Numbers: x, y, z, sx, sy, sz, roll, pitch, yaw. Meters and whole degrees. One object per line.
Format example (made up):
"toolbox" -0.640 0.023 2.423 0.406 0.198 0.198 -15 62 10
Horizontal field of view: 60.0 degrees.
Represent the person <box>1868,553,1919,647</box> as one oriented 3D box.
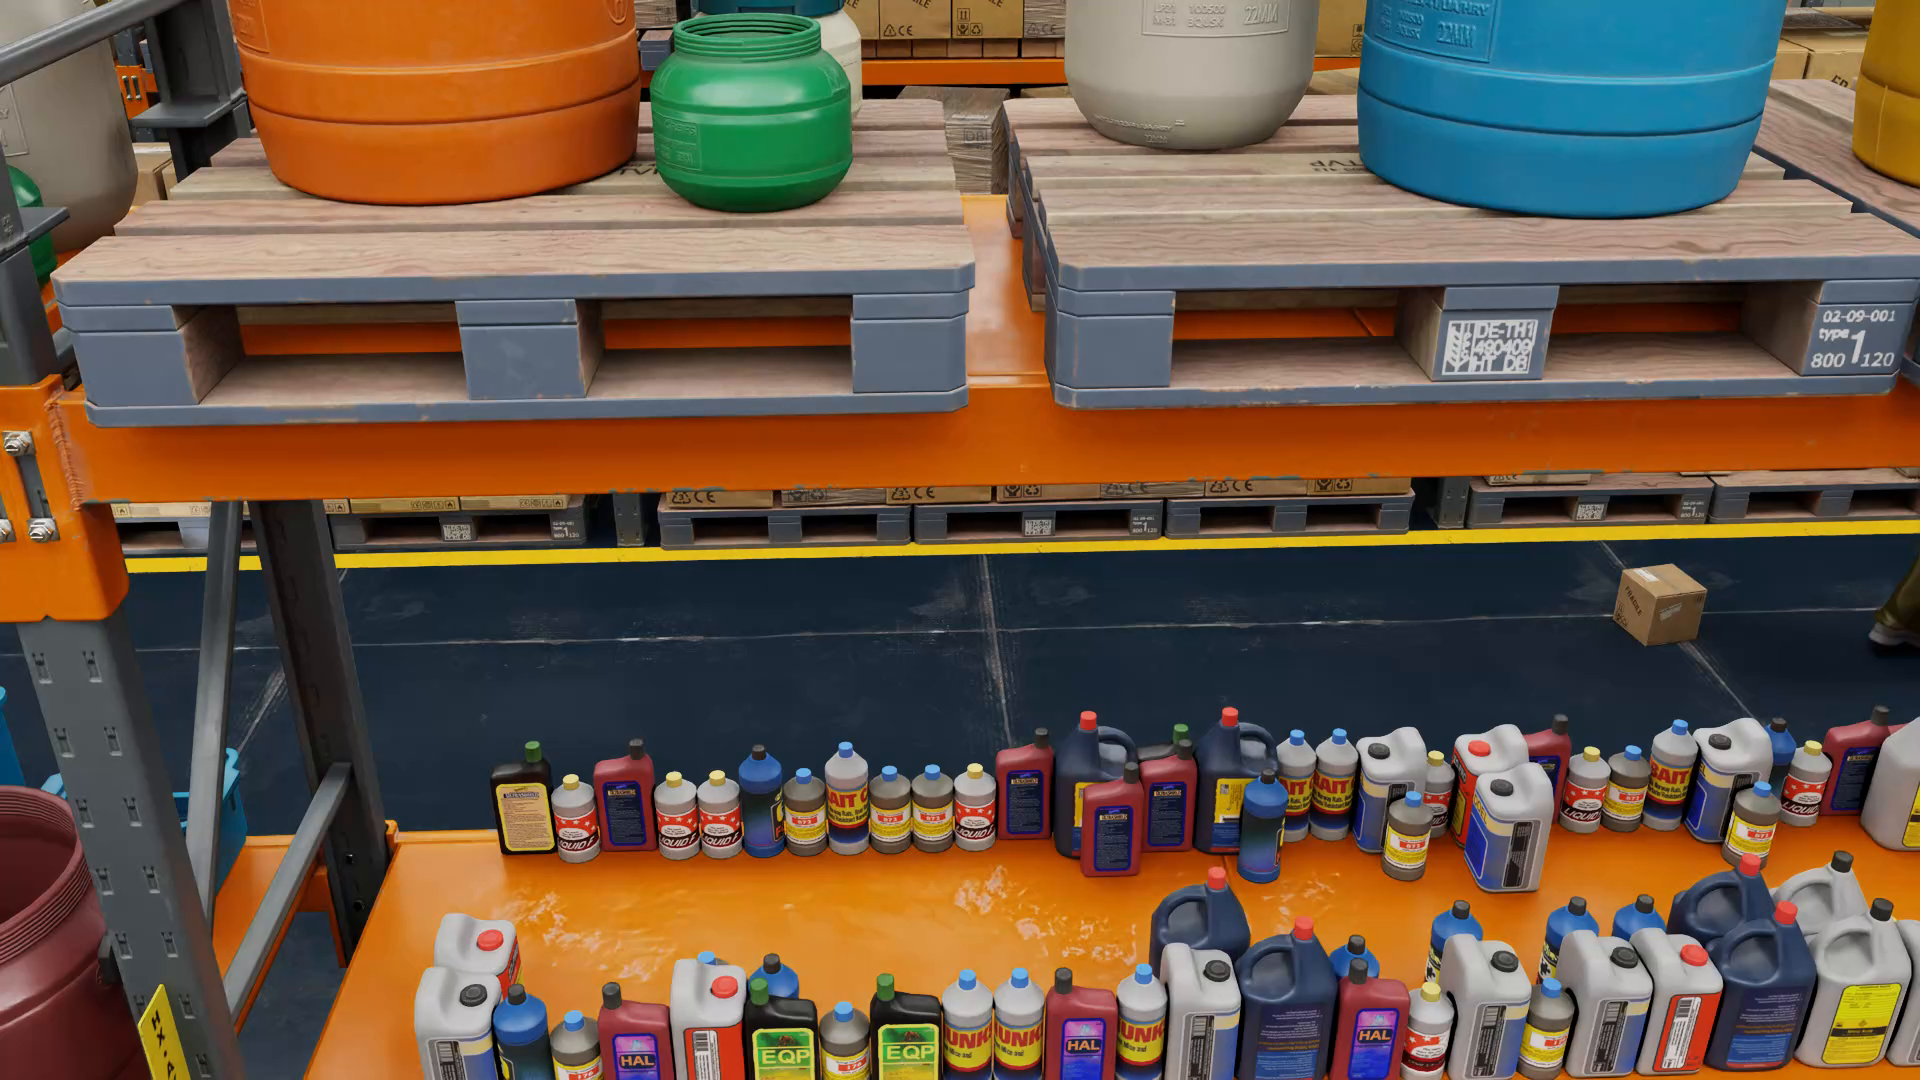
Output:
"person" 4.420 -0.308 6.706 1.079 1.725 0.568 -1 27 -2
